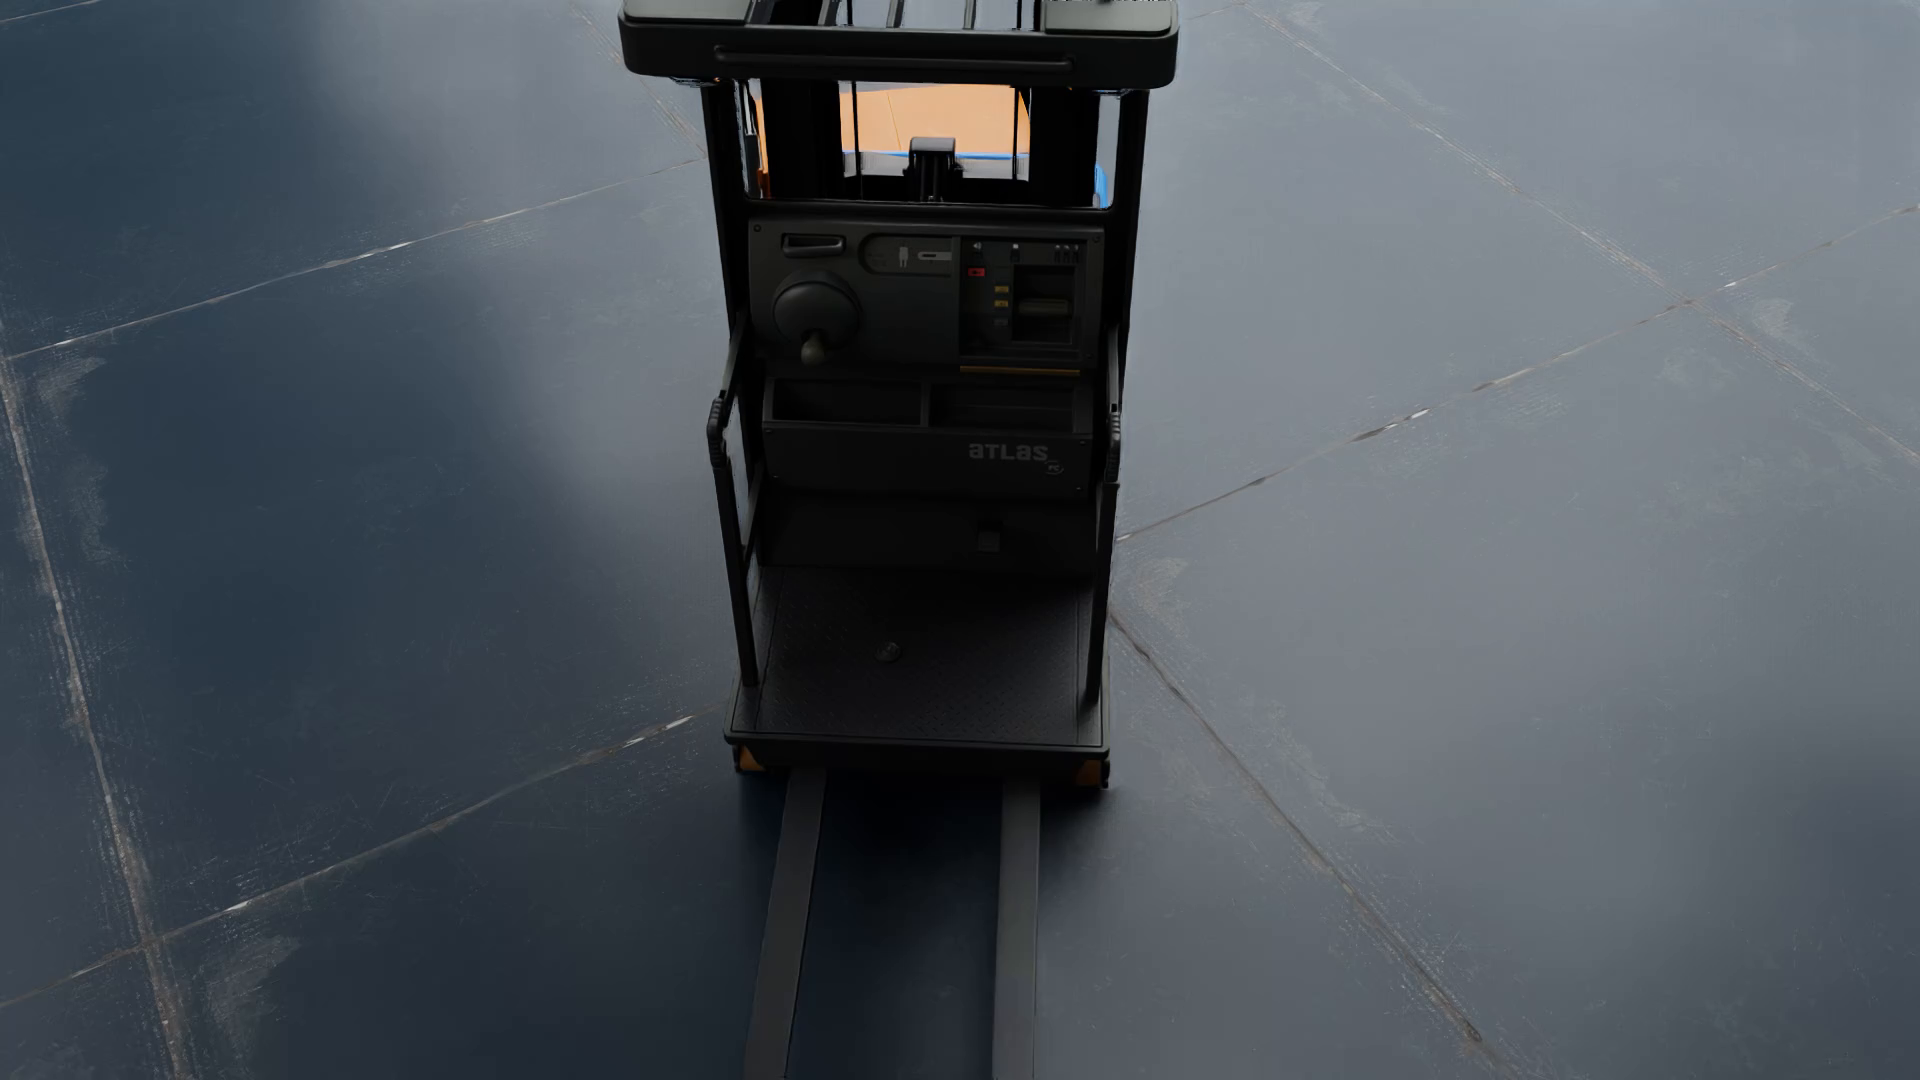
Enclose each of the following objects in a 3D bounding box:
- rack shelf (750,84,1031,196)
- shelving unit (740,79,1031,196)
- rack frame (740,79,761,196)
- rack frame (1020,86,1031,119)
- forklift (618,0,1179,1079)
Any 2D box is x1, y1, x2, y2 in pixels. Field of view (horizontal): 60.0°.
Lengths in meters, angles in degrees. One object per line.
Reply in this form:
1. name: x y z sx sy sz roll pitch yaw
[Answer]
1. rack shelf: -0.230 -1.380 5.944 1.000 0.278 0.538 -6 44 -6
2. shelving unit: -0.230 -1.170 6.148 1.048 1.125 0.538 -6 44 -6
3. rack frame: -0.732 -1.118 6.094 0.032 1.125 0.500 -6 44 -6
4. rack frame: 0.273 -1.222 6.201 0.032 1.125 0.500 -6 44 -6
5. forklift: -0.100 -0.555 4.217 1.130 2.935 3.031 2 44 2
